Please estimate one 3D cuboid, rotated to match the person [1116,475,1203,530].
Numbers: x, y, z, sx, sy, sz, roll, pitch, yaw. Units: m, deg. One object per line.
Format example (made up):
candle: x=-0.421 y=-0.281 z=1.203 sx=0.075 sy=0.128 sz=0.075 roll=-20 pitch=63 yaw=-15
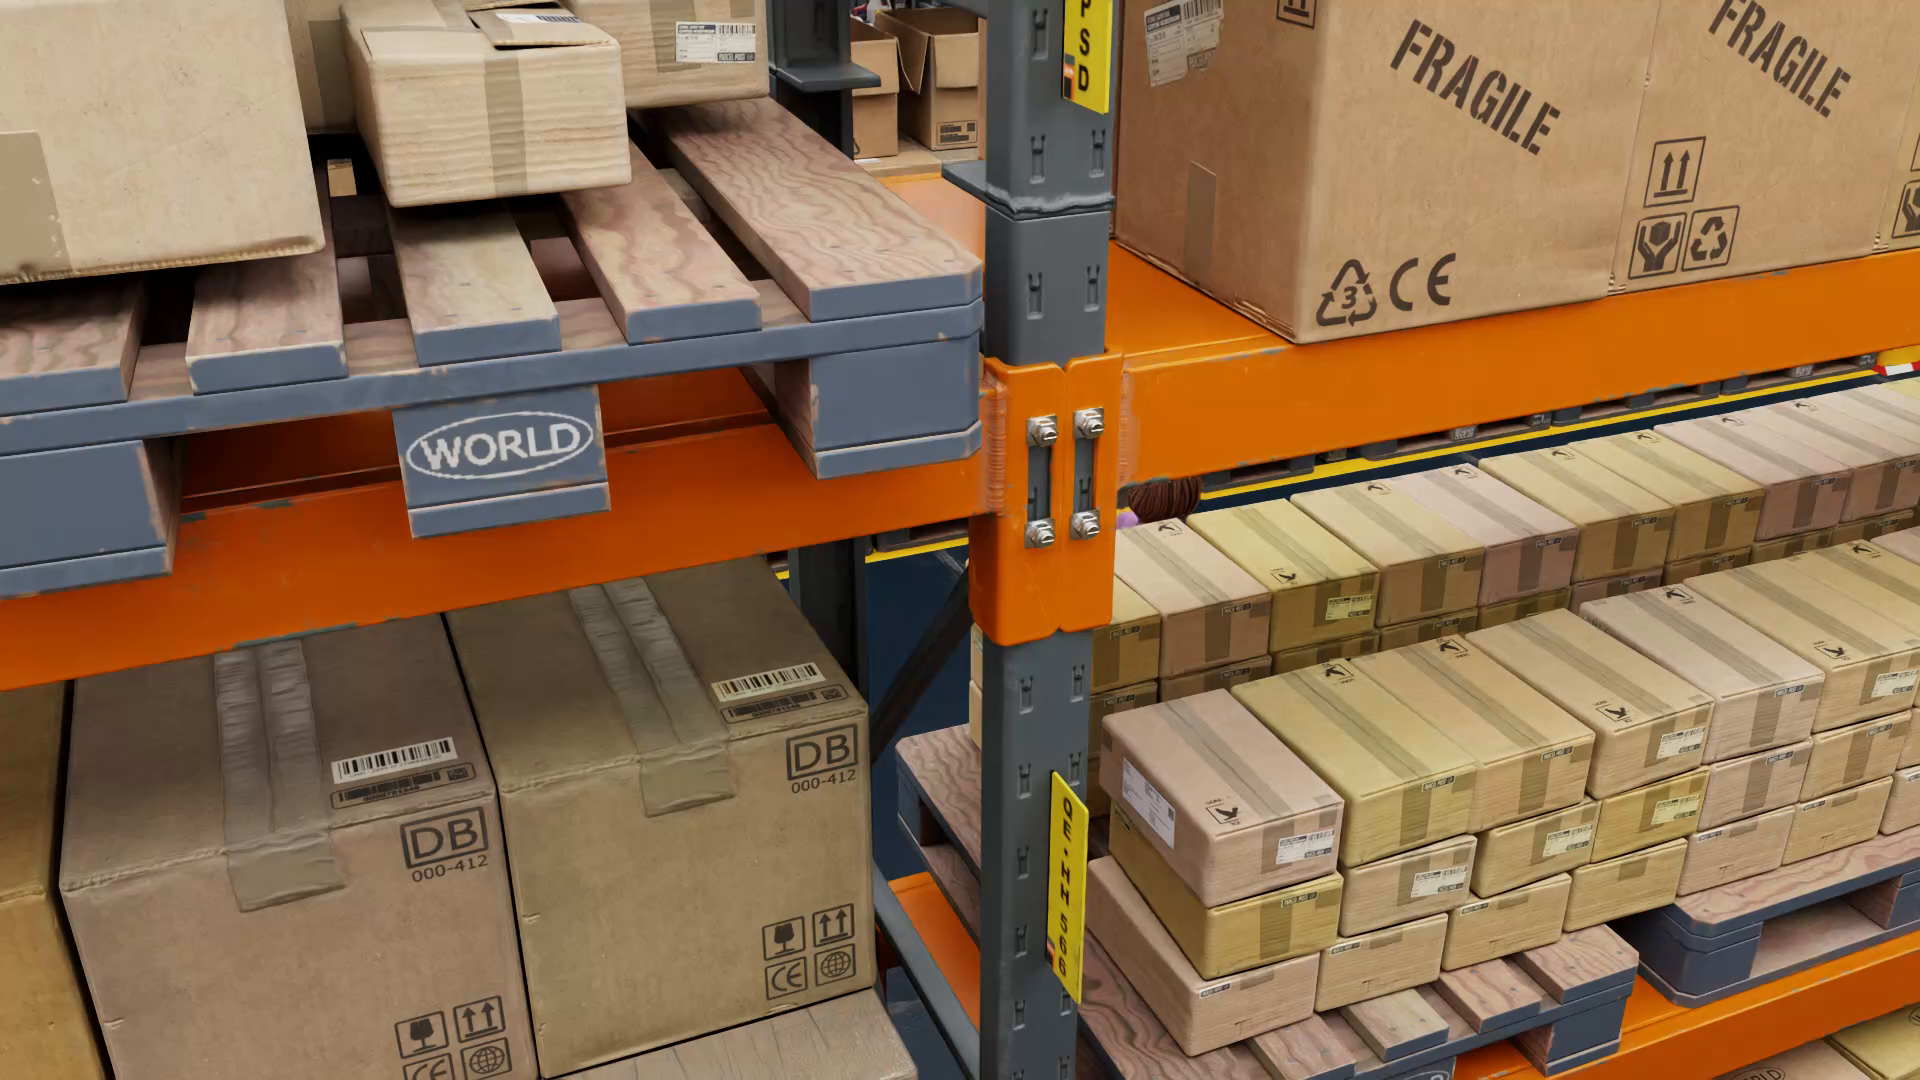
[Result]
person: x=0.503 y=0.462 z=5.187 sx=0.834 sy=1.544 sz=0.428 roll=-10 pitch=28 yaw=-19
